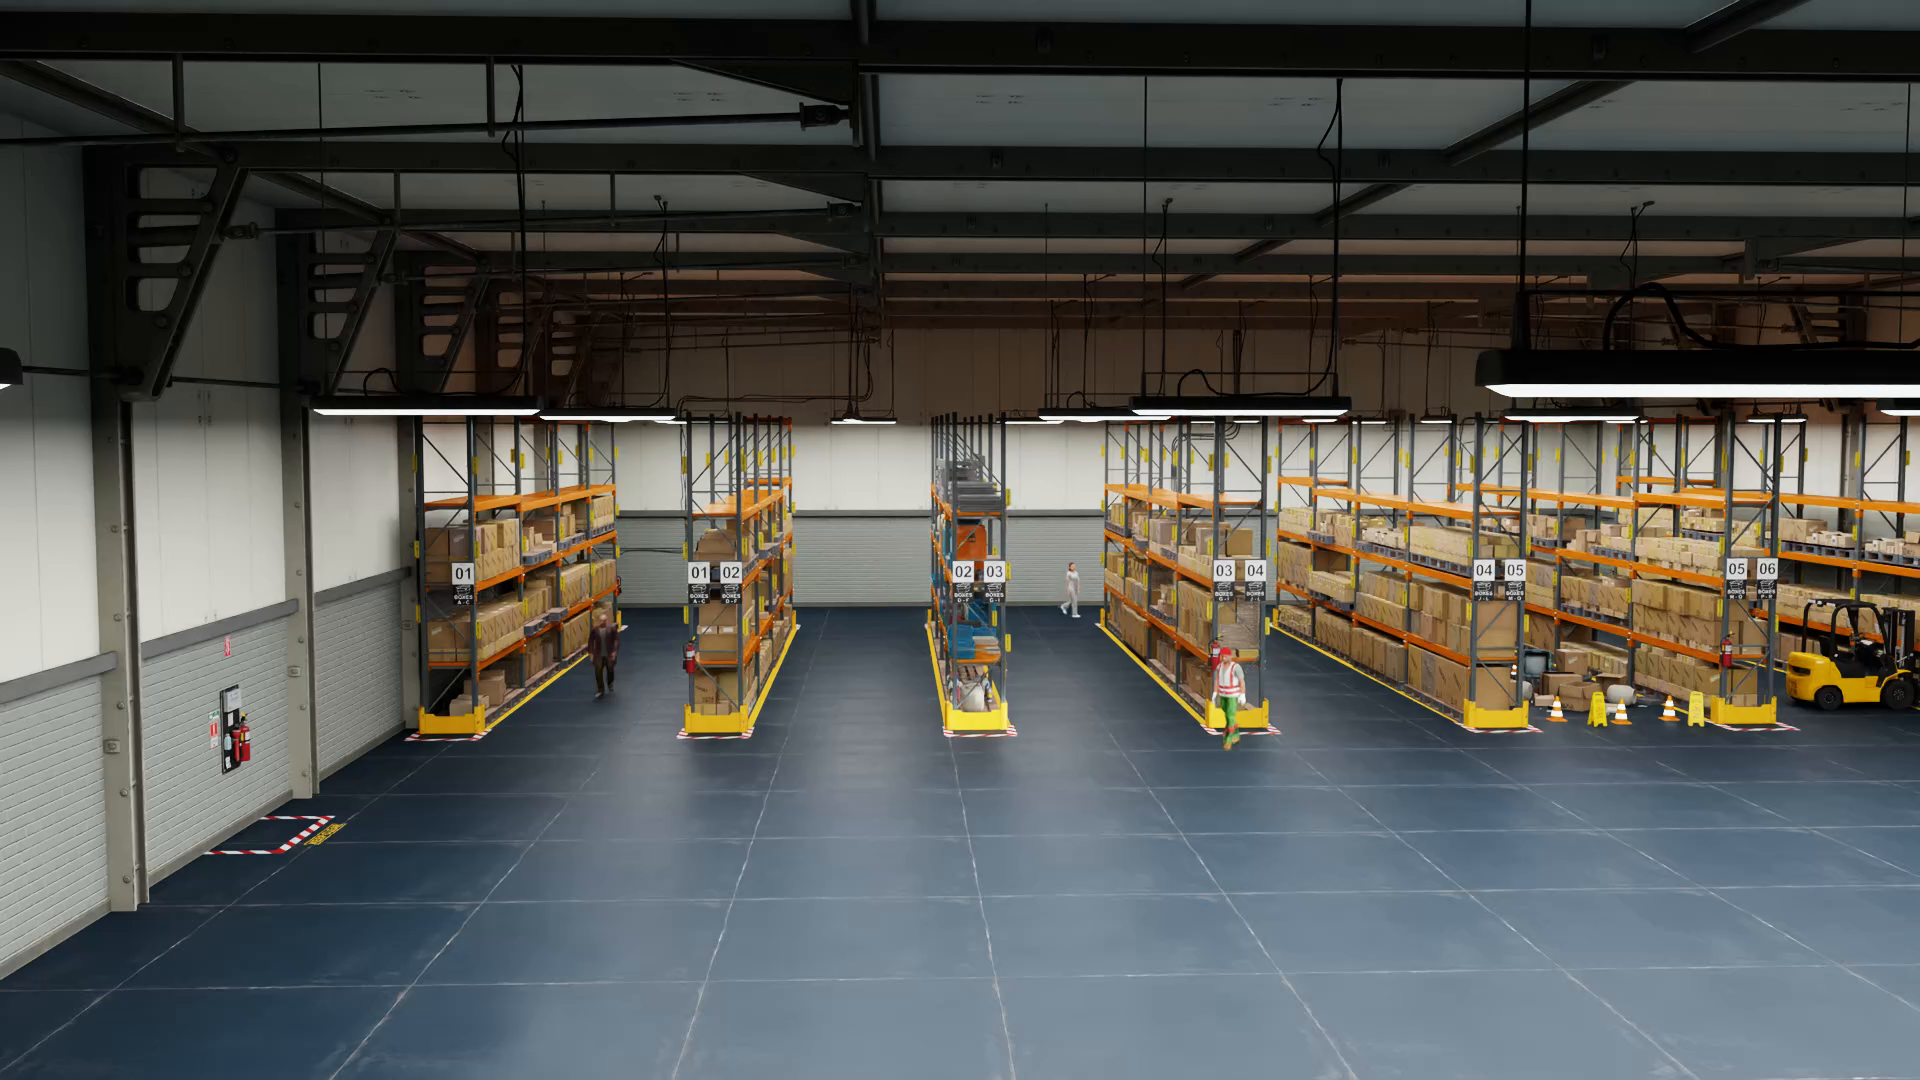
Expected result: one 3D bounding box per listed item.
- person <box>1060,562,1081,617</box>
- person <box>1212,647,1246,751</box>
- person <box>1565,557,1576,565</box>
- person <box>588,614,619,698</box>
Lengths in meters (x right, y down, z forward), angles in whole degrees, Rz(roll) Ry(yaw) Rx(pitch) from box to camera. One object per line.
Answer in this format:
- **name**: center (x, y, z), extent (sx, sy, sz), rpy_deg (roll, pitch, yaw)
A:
- **person**: center (3.332, 1.488, 49.935), extent (0.763, 1.644, 0.434), rpy_deg (3, 5, 35)
- **person**: center (4.808, 2.819, 29.800), extent (0.758, 1.808, 0.551), rpy_deg (-3, 5, -40)
- **person**: center (19.030, 1.306, 51.951), extent (0.571, 1.753, 0.575), rpy_deg (-1, 4, -18)
- **person**: center (-7.584, 2.443, 35.423), extent (0.667, 1.763, 0.753), rpy_deg (0, 4, -6)
